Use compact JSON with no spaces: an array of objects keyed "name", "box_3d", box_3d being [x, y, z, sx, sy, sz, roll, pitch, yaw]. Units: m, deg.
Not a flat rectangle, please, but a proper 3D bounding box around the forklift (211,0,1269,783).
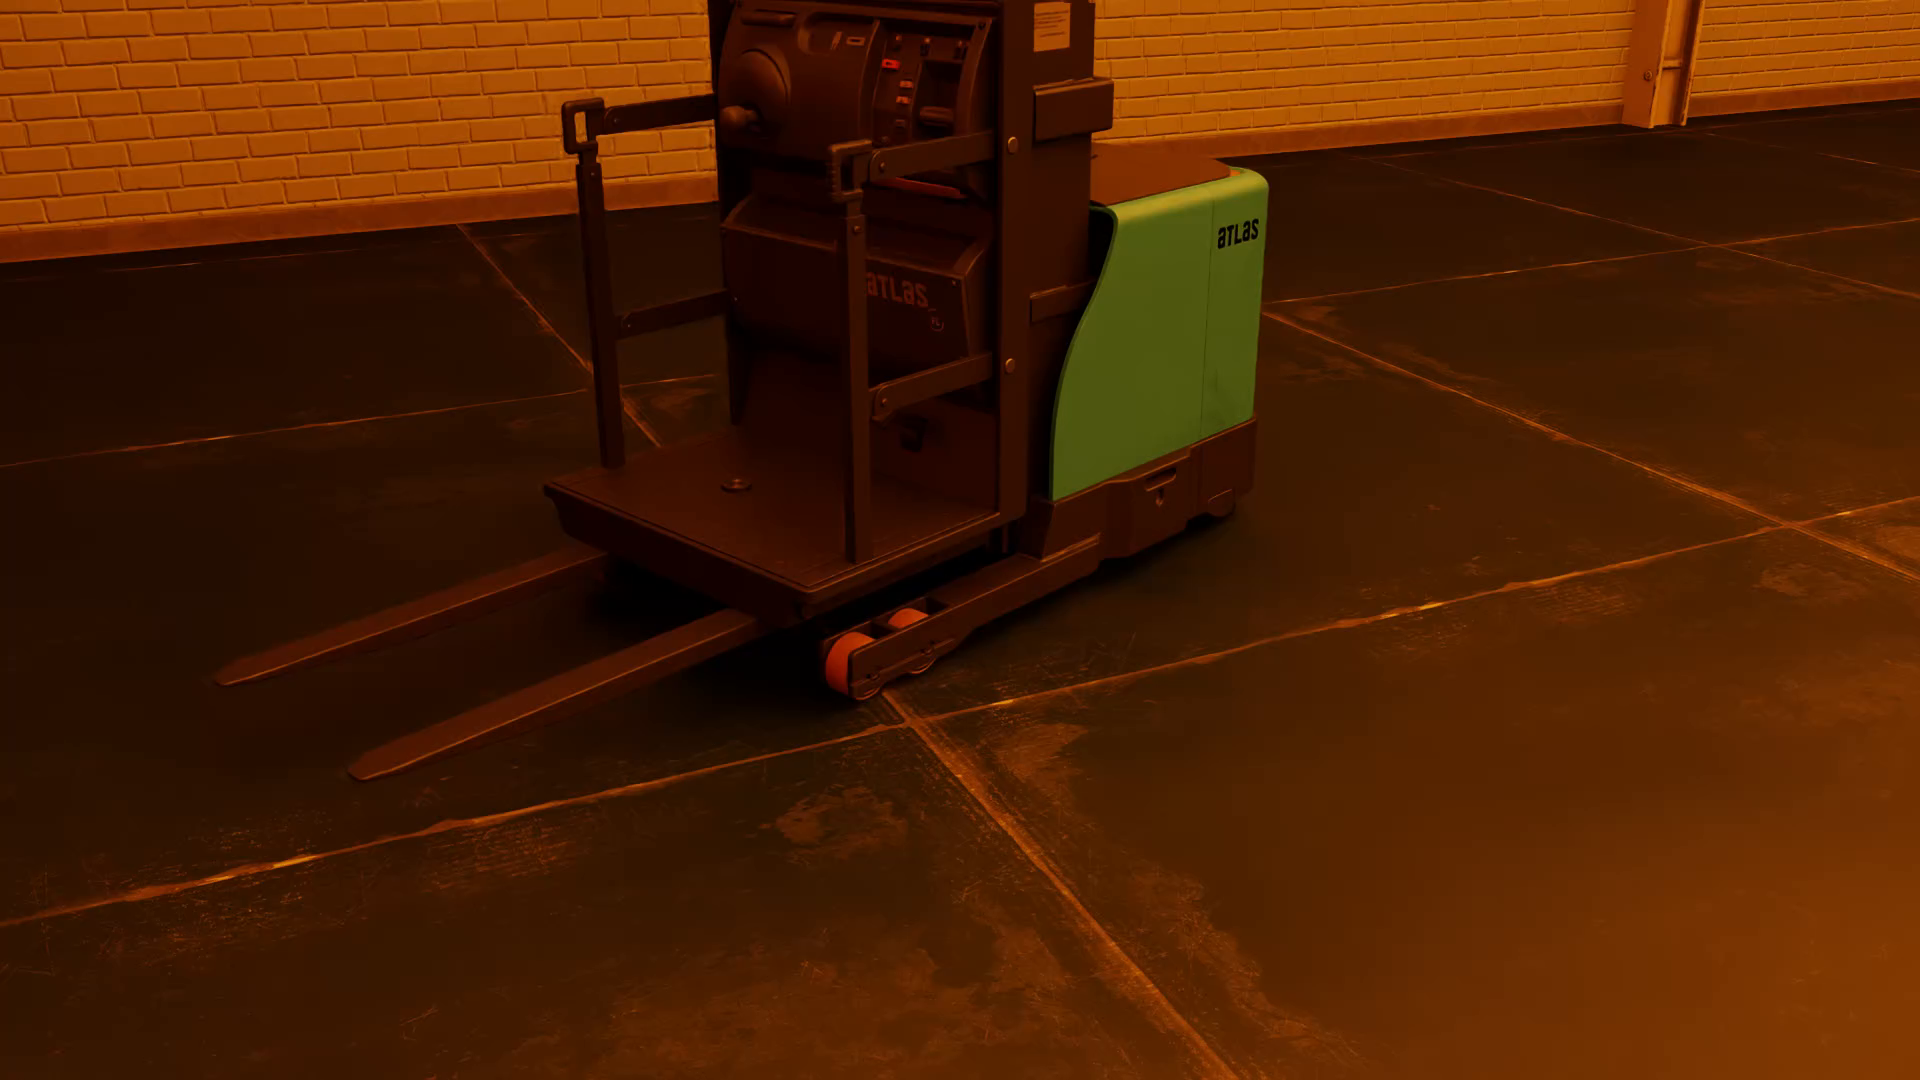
[{"name":"forklift","box_3d":[-0.430,-1.175,4.115,1.130,2.935,3.031,19,29,39]}]
